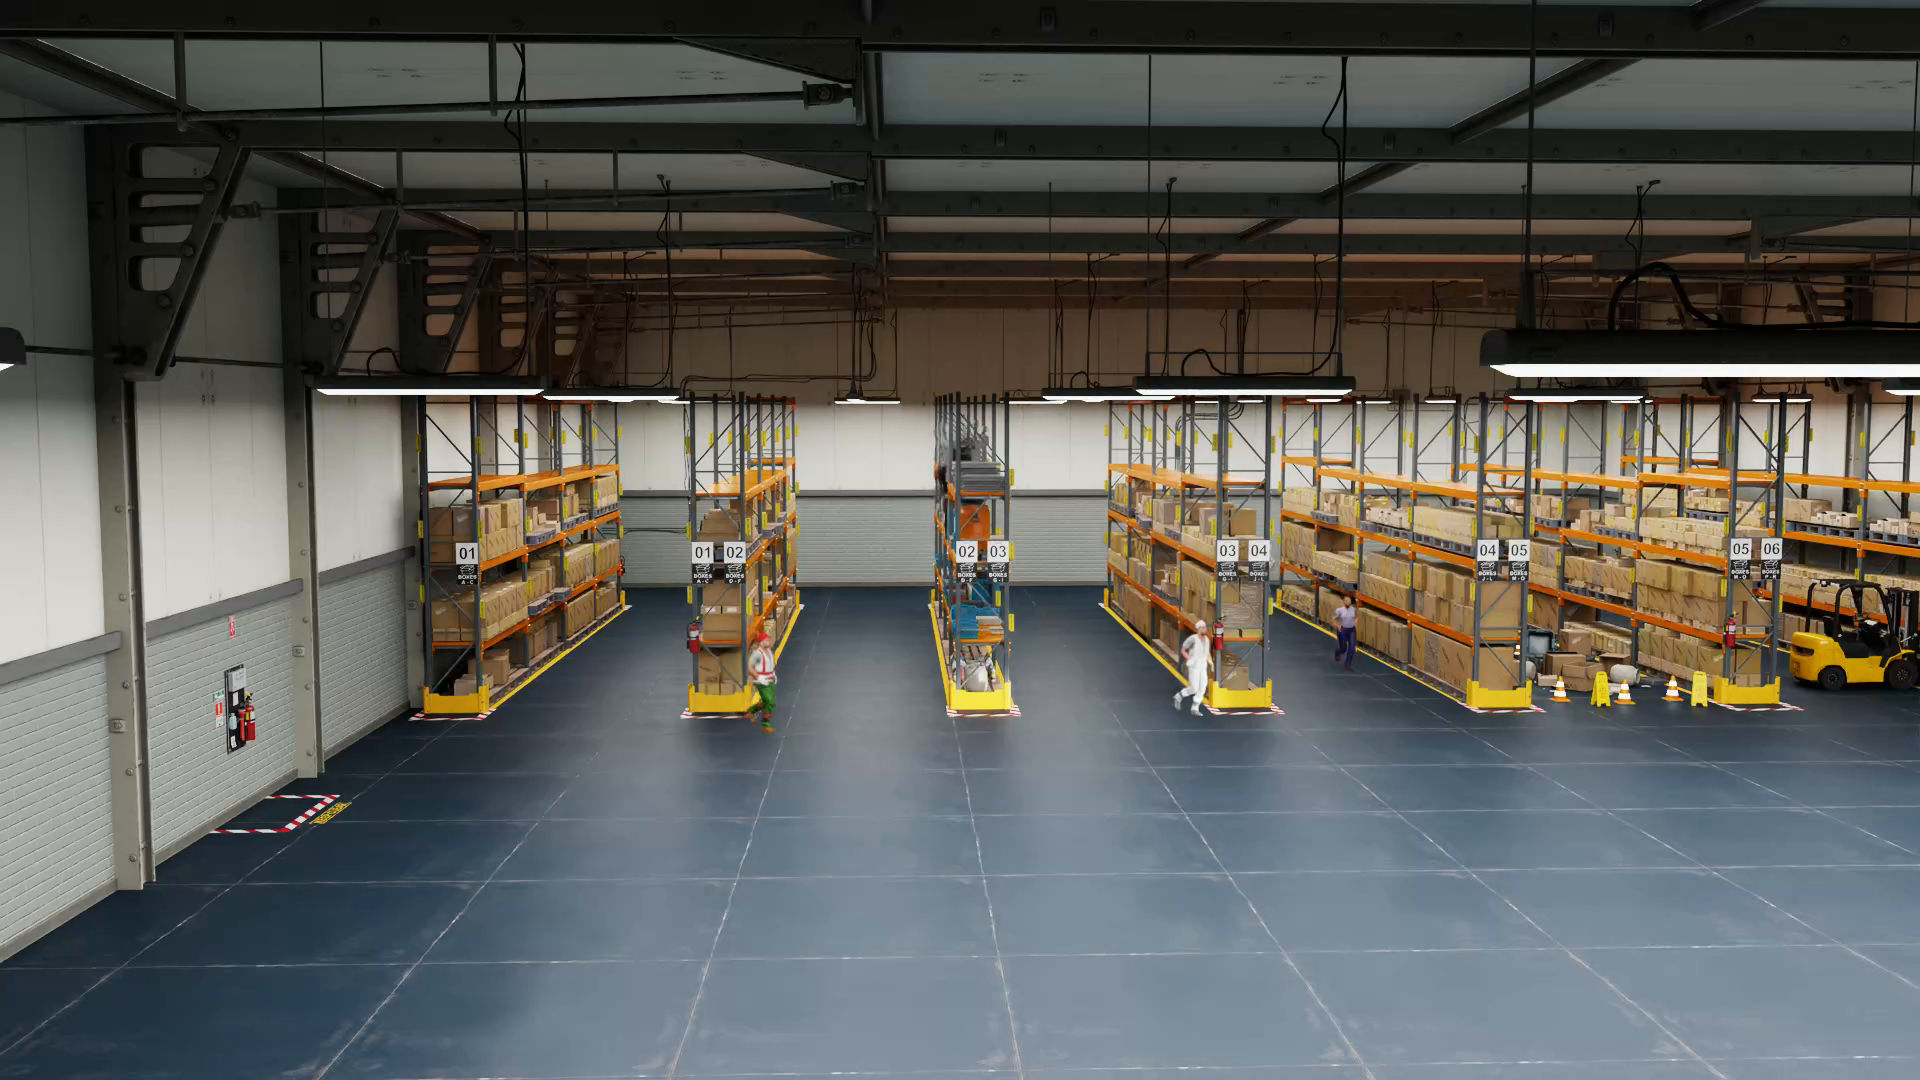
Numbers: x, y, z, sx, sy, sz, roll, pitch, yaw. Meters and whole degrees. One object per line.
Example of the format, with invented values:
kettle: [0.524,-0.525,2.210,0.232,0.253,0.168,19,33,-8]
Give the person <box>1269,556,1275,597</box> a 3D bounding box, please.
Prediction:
person: [8.877,0.959,48.901,0.891,1.760,0.778,-1,5,-17]

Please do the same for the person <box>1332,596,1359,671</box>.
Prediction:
person: [8.437,2.022,36.340,0.609,1.615,0.663,-1,5,-7]

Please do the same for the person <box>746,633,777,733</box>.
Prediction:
person: [-3.527,2.506,29.386,0.670,1.751,0.692,2,5,25]

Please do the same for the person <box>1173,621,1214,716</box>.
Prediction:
person: [4.423,2.367,31.031,0.702,1.738,0.677,-3,6,-36]
